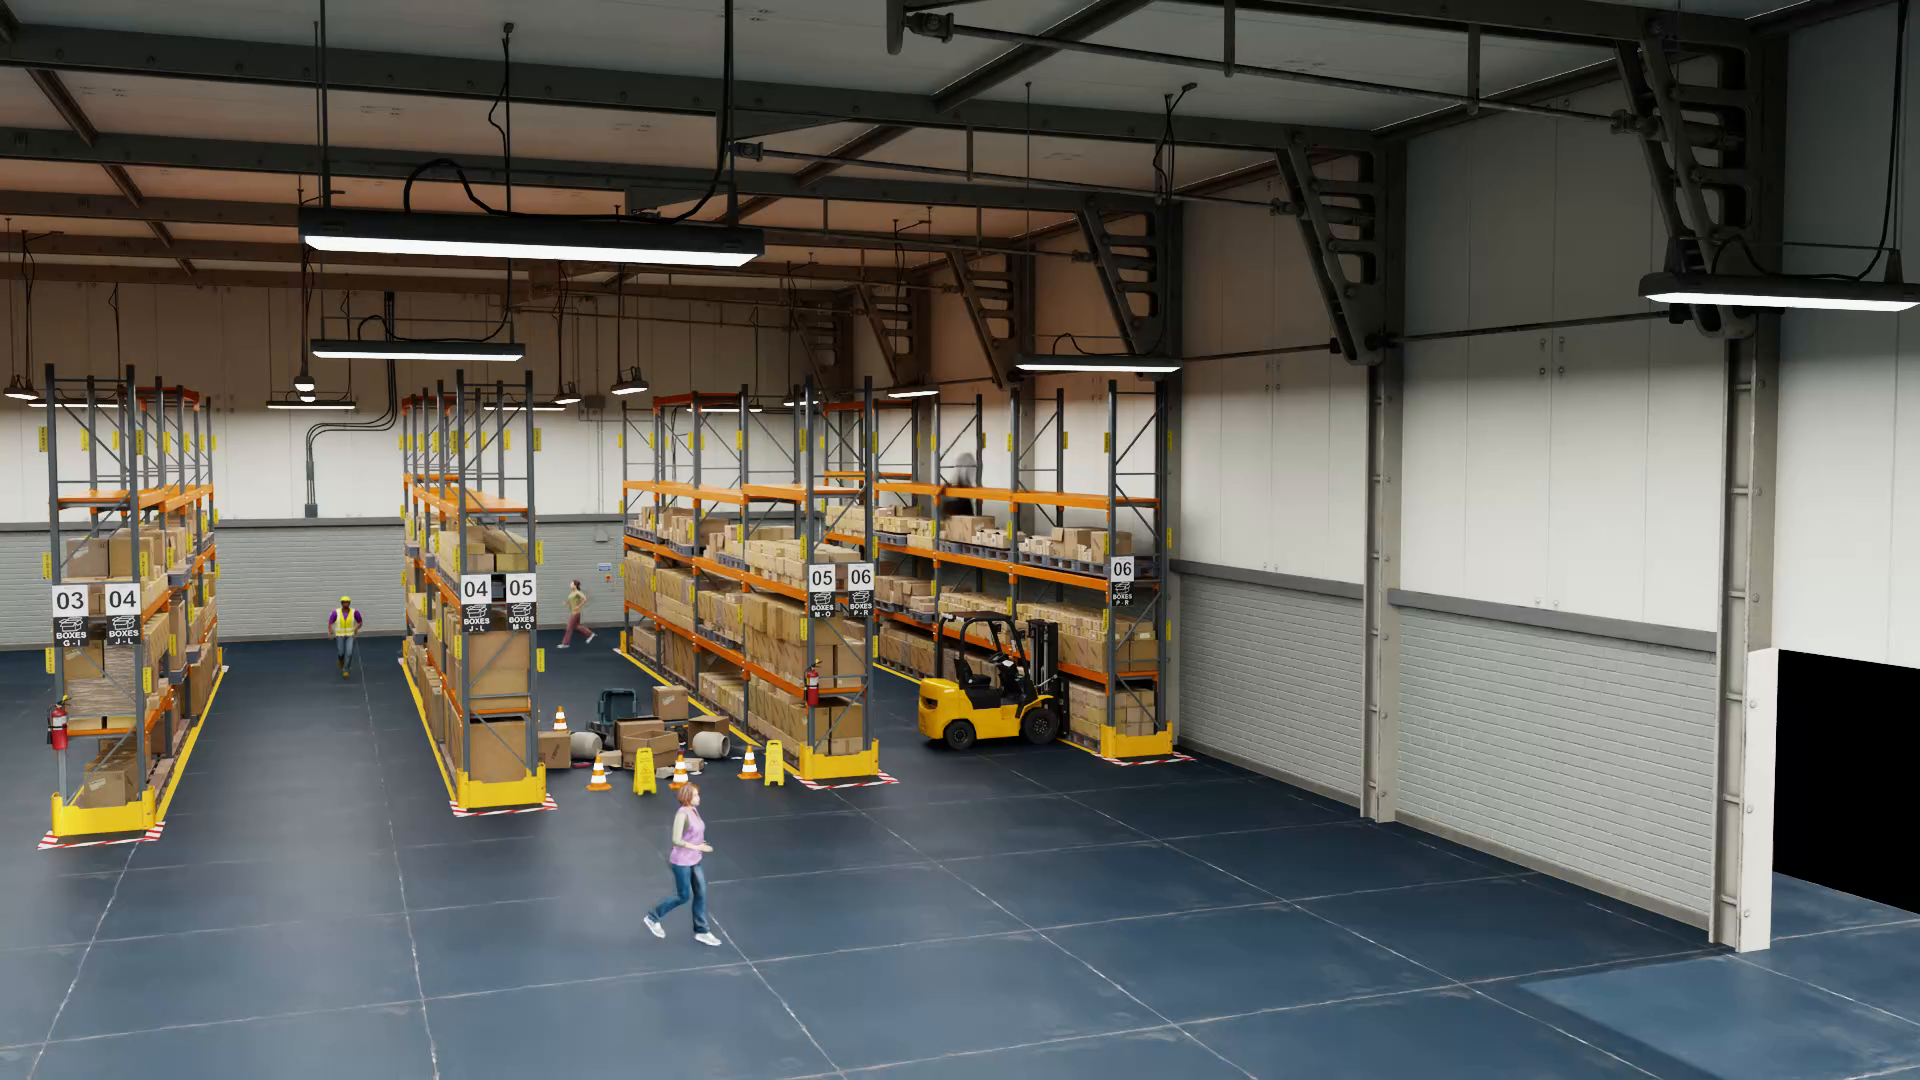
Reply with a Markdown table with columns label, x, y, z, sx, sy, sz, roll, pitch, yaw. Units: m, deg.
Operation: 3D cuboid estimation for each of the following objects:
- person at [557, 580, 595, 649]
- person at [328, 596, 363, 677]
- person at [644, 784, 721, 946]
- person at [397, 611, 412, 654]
| label | x | y | z | sx | sy | sz | roll | pitch | yaw |
| --- | --- | --- | --- | --- | --- | --- | --- | --- | --- |
| person | -9.342 | 1.798 | 40.489 | 0.961 | 1.664 | 0.585 | -2 | 4 | -26 |
| person | -13.203 | 2.063 | 35.754 | 0.703 | 1.728 | 0.594 | -1 | 4 | -21 |
| person | -2.767 | 3.247 | 16.610 | 0.770 | 1.588 | 0.565 | 1 | 3 | 12 |
| person | -12.881 | 1.894 | 39.140 | 0.882 | 1.589 | 0.635 | 0 | 3 | 1 |
